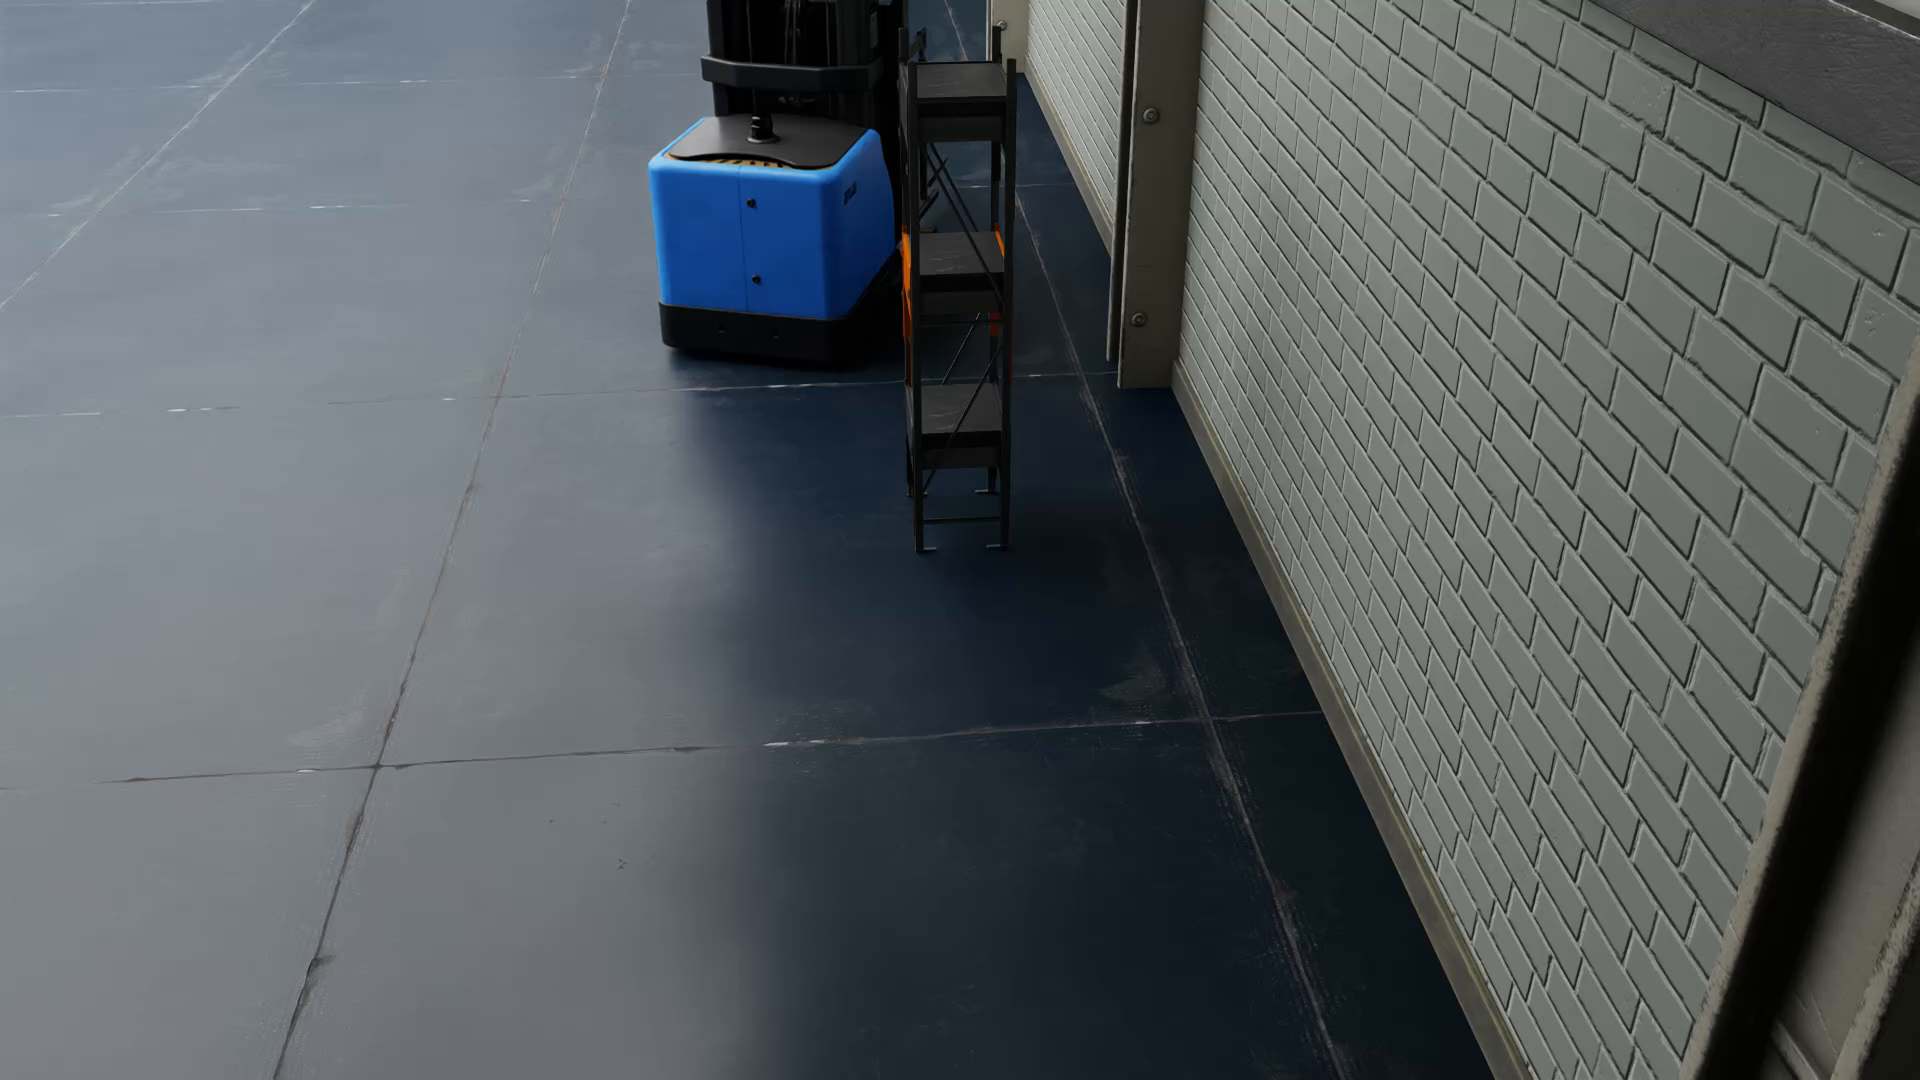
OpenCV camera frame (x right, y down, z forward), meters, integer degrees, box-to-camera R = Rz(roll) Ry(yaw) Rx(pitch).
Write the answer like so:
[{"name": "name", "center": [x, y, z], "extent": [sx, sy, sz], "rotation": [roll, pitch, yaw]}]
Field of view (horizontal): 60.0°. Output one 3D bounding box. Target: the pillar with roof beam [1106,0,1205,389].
[{"name": "pillar with roof beam", "center": [-3.332, -4.543, 6.081], "extent": [9.100, 9.000, 0.400], "rotation": [-3, 31, -5]}]

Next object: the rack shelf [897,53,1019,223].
[{"name": "rack shelf", "center": [-0.015, -1.575, 6.501], "extent": [0.431, 0.518, 0.480], "rotation": [-3, 31, -5]}]

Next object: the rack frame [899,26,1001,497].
[{"name": "rack frame", "center": [-0.038, -1.111, 7.062], "extent": [0.400, 2.100, 0.015], "rotation": [-3, 31, -5]}]

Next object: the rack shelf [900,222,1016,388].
[{"name": "rack shelf", "center": [-0.015, -0.974, 6.860], "extent": [0.431, 0.518, 0.480], "rotation": [-3, 31, -5]}]

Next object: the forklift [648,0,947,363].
[{"name": "forklift", "center": [-0.760, -2.924, 9.287], "extent": [1.130, 2.935, 3.031], "rotation": [7, 32, 11]}]

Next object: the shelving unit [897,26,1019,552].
[{"name": "shelving unit", "center": [-0.015, -0.986, 6.853], "extent": [0.431, 2.100, 0.503], "rotation": [-3, 31, -5]}]

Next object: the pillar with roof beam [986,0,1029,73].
[{"name": "pillar with roof beam", "center": [-3.893, -7.607, 11.210], "extent": [9.100, 9.000, 0.400], "rotation": [-3, 31, -5]}]

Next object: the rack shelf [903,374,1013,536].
[{"name": "rack shelf", "center": [-0.015, -0.373, 7.219], "extent": [0.431, 0.518, 0.480], "rotation": [-3, 31, -5]}]

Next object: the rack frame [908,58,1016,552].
[{"name": "rack frame", "center": [0.007, -0.861, 6.644], "extent": [0.400, 2.100, 0.015], "rotation": [-3, 31, -5]}]
